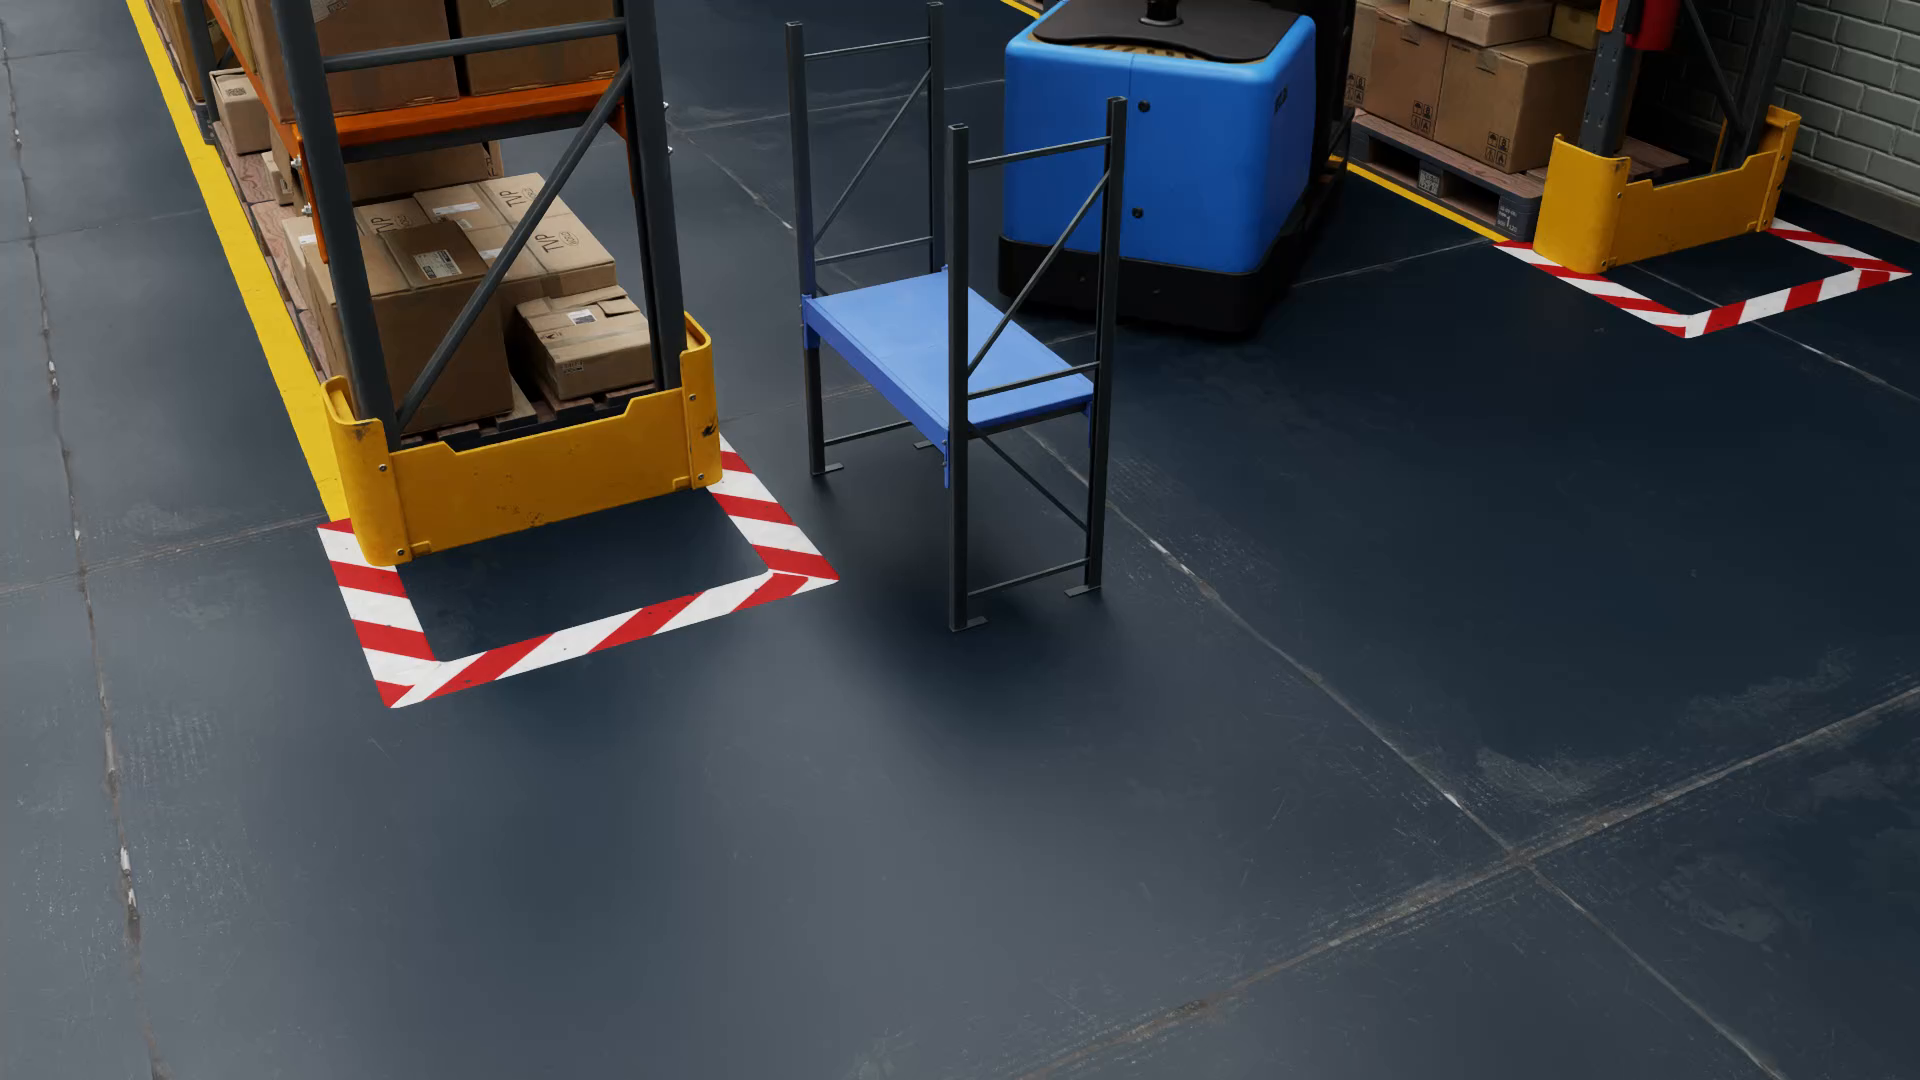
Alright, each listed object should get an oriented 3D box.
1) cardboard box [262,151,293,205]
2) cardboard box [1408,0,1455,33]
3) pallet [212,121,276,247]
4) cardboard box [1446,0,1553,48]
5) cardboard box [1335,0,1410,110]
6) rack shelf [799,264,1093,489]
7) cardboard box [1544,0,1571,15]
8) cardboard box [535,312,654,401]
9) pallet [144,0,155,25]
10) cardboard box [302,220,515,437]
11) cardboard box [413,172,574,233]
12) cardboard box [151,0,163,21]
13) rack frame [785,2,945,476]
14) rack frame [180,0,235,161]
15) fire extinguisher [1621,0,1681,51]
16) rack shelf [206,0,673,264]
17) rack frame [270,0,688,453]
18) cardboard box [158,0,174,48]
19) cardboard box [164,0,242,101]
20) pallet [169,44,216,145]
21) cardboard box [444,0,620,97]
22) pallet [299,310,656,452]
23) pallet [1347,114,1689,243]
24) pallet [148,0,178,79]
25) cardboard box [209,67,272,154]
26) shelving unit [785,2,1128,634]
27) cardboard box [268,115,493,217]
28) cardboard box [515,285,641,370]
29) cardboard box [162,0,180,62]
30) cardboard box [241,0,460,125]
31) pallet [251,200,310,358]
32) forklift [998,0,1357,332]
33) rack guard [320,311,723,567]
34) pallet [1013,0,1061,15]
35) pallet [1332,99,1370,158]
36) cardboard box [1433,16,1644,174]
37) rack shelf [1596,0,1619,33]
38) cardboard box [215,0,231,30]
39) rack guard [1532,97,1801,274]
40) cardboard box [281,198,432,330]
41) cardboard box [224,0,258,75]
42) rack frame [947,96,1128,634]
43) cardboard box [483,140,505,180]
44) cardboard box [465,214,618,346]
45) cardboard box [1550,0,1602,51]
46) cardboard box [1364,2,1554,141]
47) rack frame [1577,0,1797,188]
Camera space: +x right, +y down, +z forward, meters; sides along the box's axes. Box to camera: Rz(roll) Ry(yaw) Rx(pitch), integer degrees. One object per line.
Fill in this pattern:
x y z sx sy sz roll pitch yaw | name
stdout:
-2.783 -1.596 7.180 0.380 0.166 0.250 -16 36 -23 | cardboard box
2.290 -2.452 7.622 0.380 0.149 0.250 -15 36 -22 | cardboard box
-2.881 -1.767 7.812 1.003 0.211 1.213 -16 36 -23 | pallet
2.410 -2.330 7.432 0.380 0.149 0.250 -16 36 -24 | cardboard box
2.162 -2.520 8.330 0.700 0.500 0.500 -17 36 -25 | cardboard box
-0.040 -0.521 5.006 0.538 0.185 1.000 -16 36 -23 | rack shelf
2.629 -2.546 7.771 0.380 0.149 0.250 -16 36 -23 | cardboard box
-1.226 -0.631 5.690 0.380 0.149 0.250 -16 36 -23 | cardboard box
-4.750 -3.638 10.733 1.003 0.211 1.213 -16 36 -23 | pallet
-1.806 -0.690 5.456 0.500 0.500 0.500 -16 36 -23 | cardboard box
-1.804 -1.196 6.477 0.500 0.250 0.500 -16 36 -23 | cardboard box
-4.379 -3.285 9.506 0.500 0.500 0.500 -17 36 -25 | cardboard box
-0.277 -0.915 5.288 0.500 1.500 0.032 -16 36 -23 | rack frame
-3.200 -3.269 7.572 1.000 3.000 0.127 -16 36 -23 | rack frame
2.708 -2.230 6.368 0.296 0.674 0.183 -16 36 -23 | fire extinguisher
-2.267 -2.012 6.276 1.077 0.370 4.000 -16 36 -23 | rack shelf
-1.335 -1.360 4.592 1.000 3.000 0.127 -16 36 -23 | rack frame
-4.140 -3.043 9.128 0.500 0.500 0.500 -15 36 -23 | cardboard box
-3.684 -2.565 8.383 0.500 0.500 0.500 -16 36 -23 | cardboard box
-3.613 -2.474 8.915 1.003 0.211 1.213 -16 36 -23 | pallet
-1.309 -1.680 5.000 0.500 0.500 0.500 -15 36 -22 | cardboard box
-1.743 -0.602 5.995 1.003 0.211 1.213 -16 36 -23 | pallet
2.604 -1.796 7.857 1.003 0.211 1.213 -16 36 -23 | pallet
-4.185 -3.057 9.825 1.003 0.211 1.213 -16 36 -23 | pallet
-3.196 -2.067 7.781 0.500 0.311 0.500 -16 36 -23 | cardboard box
-0.040 -0.672 4.909 0.538 1.500 1.048 -16 36 -23 | shelving unit
-2.319 -1.508 6.729 0.797 0.503 0.637 -16 36 -23 | cardboard box
-1.343 -0.758 5.871 0.380 0.166 0.250 -16 36 -23 | cardboard box
-3.907 -2.803 8.754 0.500 0.500 0.500 -16 36 -23 | cardboard box
-1.785 -1.548 4.792 0.500 0.500 0.500 -15 35 -22 | cardboard box
-2.308 -1.184 6.902 1.003 0.211 1.213 -16 36 -23 | pallet
1.162 -2.812 6.922 1.130 2.935 3.031 12 35 18 | forklift
-1.370 -0.344 5.323 1.175 0.500 0.348 -16 36 -23 | rack guard
0.754 -3.692 10.817 1.003 0.211 1.213 -16 36 -23 | pallet
2.039 -2.377 8.765 1.003 0.211 1.213 -16 36 -23 | pallet
2.631 -2.041 7.583 0.700 0.500 0.500 -16 36 -23 | cardboard box
2.113 -3.259 8.224 1.077 0.370 4.000 -16 36 -23 | rack shelf
-2.257 -2.034 5.551 0.500 0.500 0.500 -16 36 -23 | cardboard box
3.057 -1.544 7.196 1.175 0.500 0.348 -16 36 -23 | rack guard
-2.223 -1.046 6.243 0.500 0.250 0.500 -16 36 -23 | cardboard box
-2.030 -1.794 5.177 0.500 0.500 0.500 -16 36 -23 | cardboard box
0.197 -0.430 4.530 0.500 1.500 0.032 -16 36 -23 | rack frame
-2.334 -1.764 7.307 0.500 0.311 0.500 -16 36 -23 | cardboard box
-1.571 -0.957 6.104 0.500 0.250 0.500 -16 36 -23 | cardboard box
2.866 -2.305 7.394 0.380 0.149 0.250 -16 36 -23 | cardboard box
2.397 -2.280 7.956 0.700 0.500 0.500 -16 36 -23 | cardboard box
3.046 -2.608 6.540 1.000 3.000 0.127 -16 36 -23 | rack frame
